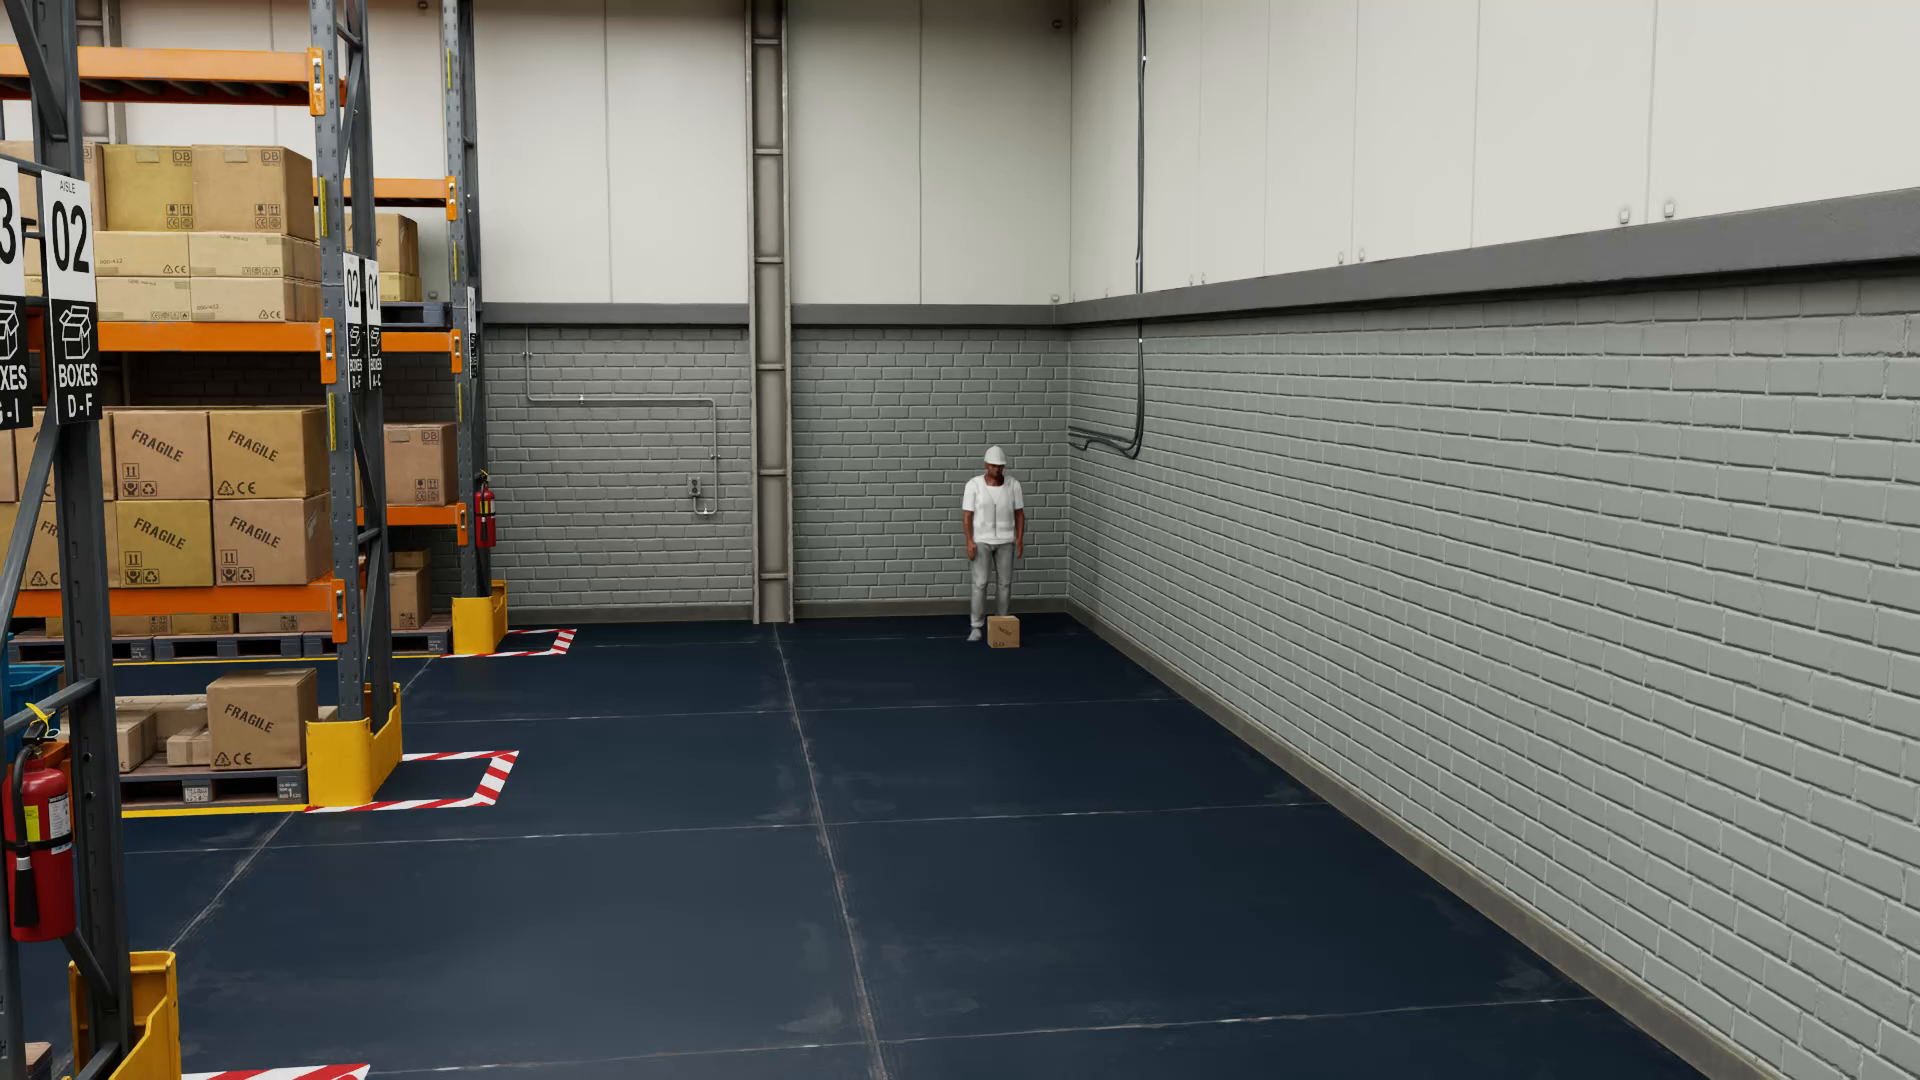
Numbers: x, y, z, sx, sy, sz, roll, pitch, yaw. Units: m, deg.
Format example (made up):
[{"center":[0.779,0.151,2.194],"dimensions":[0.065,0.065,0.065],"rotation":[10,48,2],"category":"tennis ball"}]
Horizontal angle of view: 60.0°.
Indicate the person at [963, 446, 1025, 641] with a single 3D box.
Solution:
[{"center":[0.318,0.025,15.337],"dimensions":[0.574,1.777,0.437],"rotation":[-1,7,-8],"category":"person"}]
